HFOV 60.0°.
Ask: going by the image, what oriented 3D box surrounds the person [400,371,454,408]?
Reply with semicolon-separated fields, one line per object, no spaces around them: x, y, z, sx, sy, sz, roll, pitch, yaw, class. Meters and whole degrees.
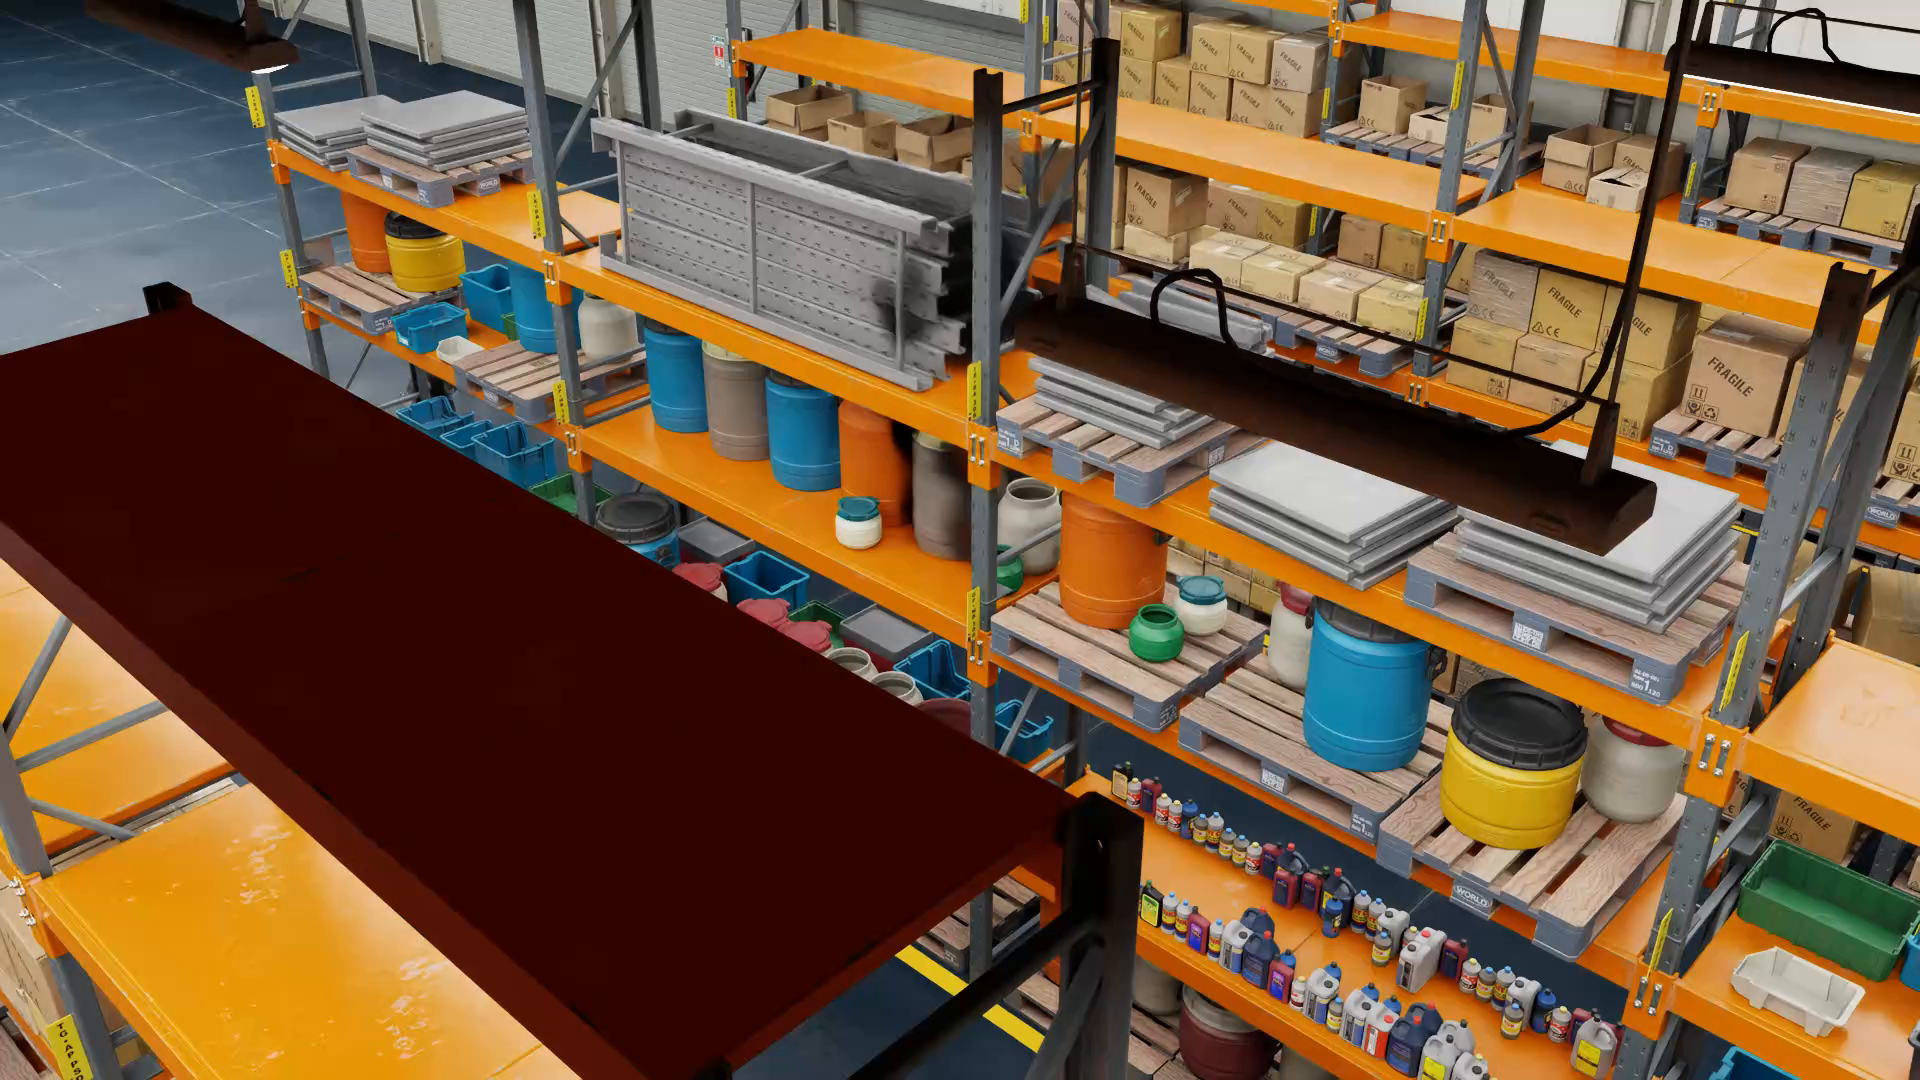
-5.353;-1.240;16.733;0.625;1.666;0.671;-2;29;-3;person
